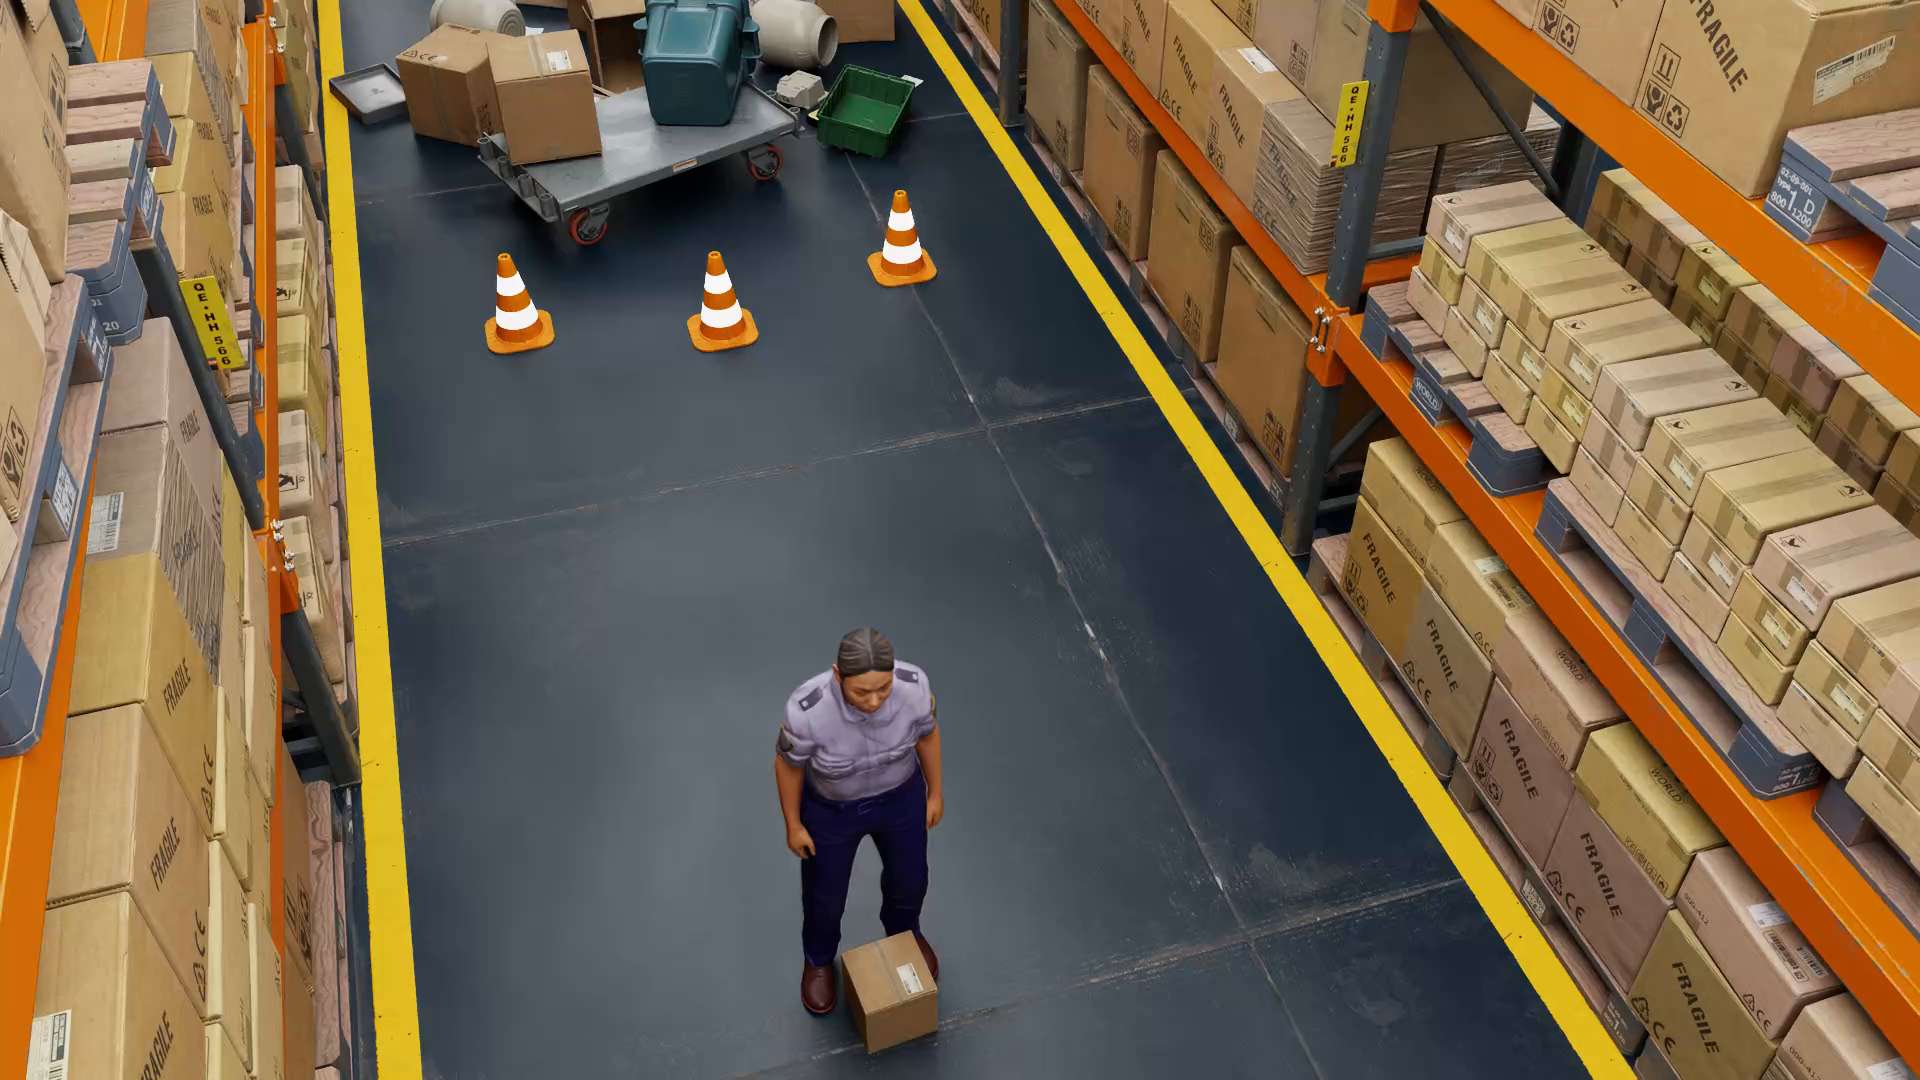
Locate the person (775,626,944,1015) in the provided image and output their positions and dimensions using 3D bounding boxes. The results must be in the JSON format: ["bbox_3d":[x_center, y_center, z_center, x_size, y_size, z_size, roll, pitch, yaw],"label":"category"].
[{"bbox_3d":[-0.312,0.841,5.248,0.542,1.652,0.368,-12,44,-13],"label":"person"}]
